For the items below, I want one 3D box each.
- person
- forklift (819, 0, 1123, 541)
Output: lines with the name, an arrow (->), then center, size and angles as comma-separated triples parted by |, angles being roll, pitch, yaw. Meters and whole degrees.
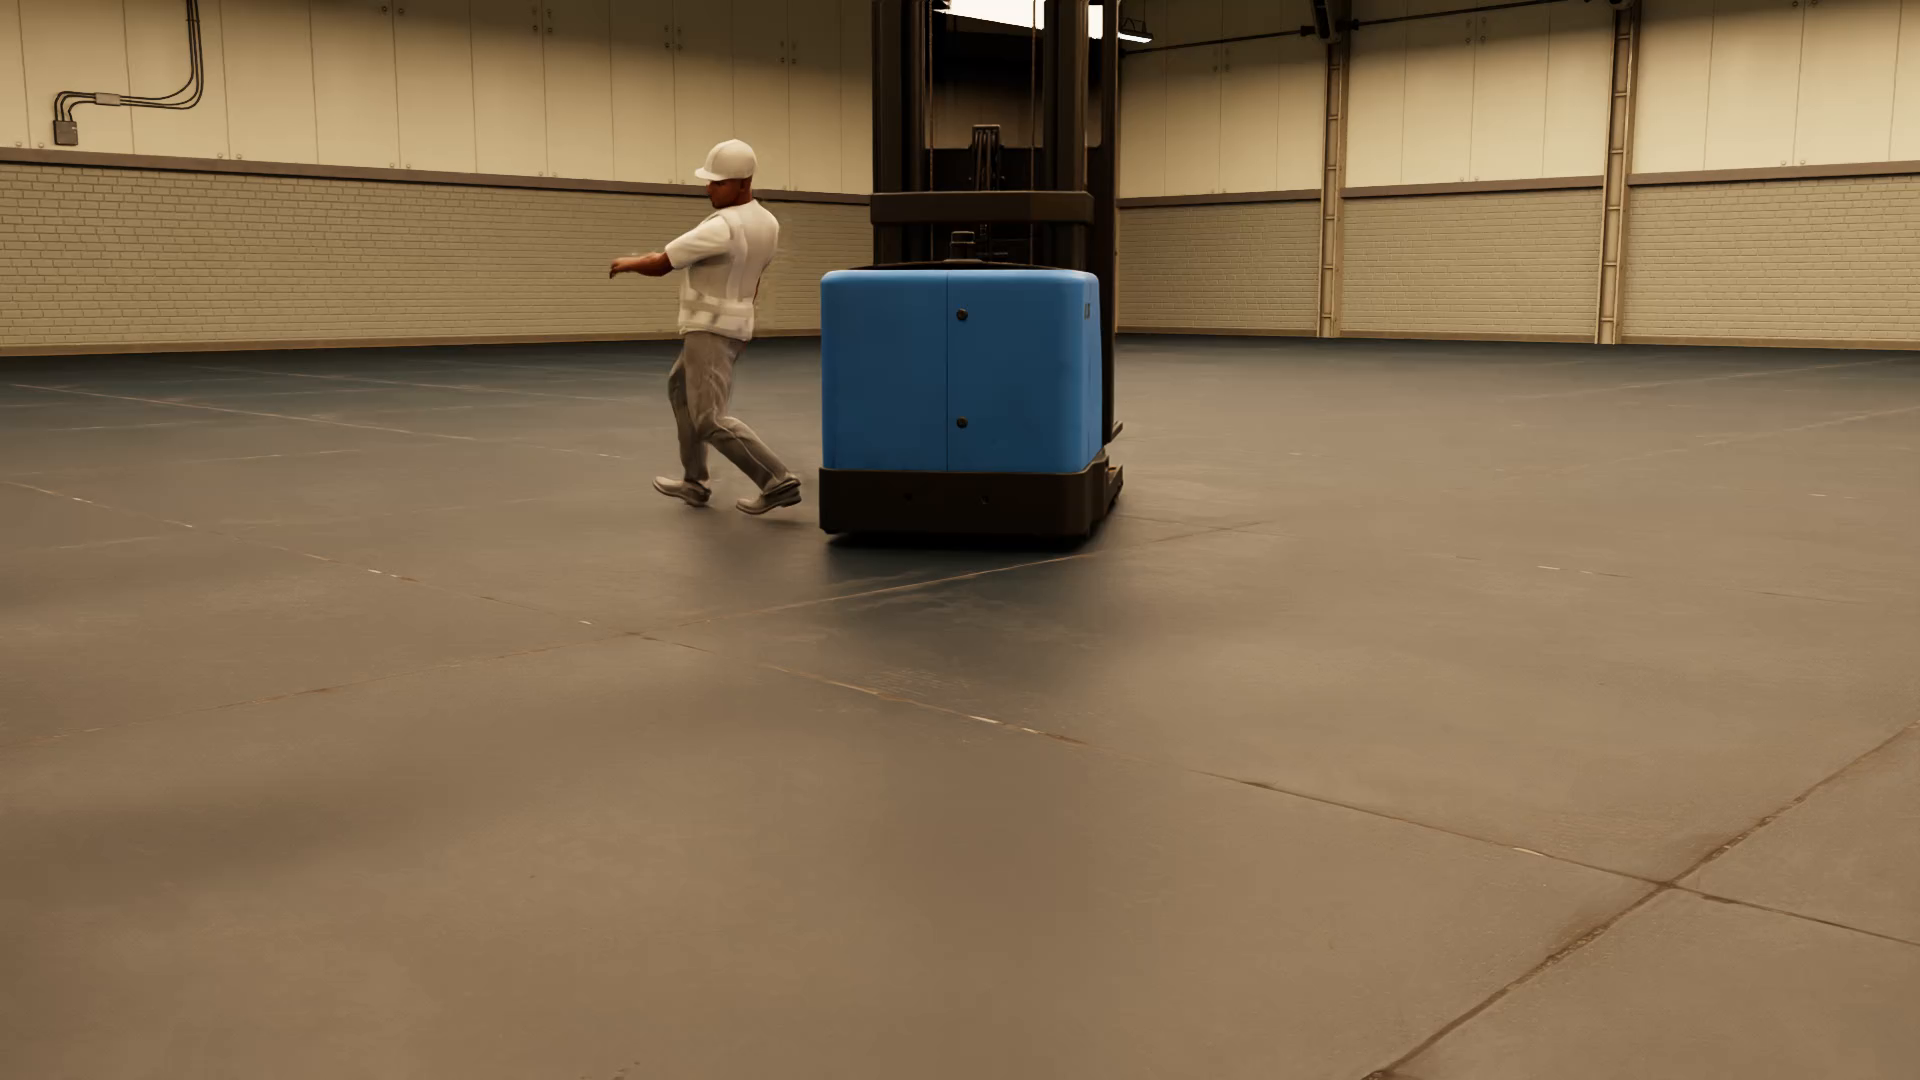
person -> -1.129, -0.949, 7.545 | 0.899, 1.657, 0.820 | 0, 9, 3
forklift -> 0.191, -1.625, 7.665 | 1.130, 2.935, 3.031 | 1, 9, 9
